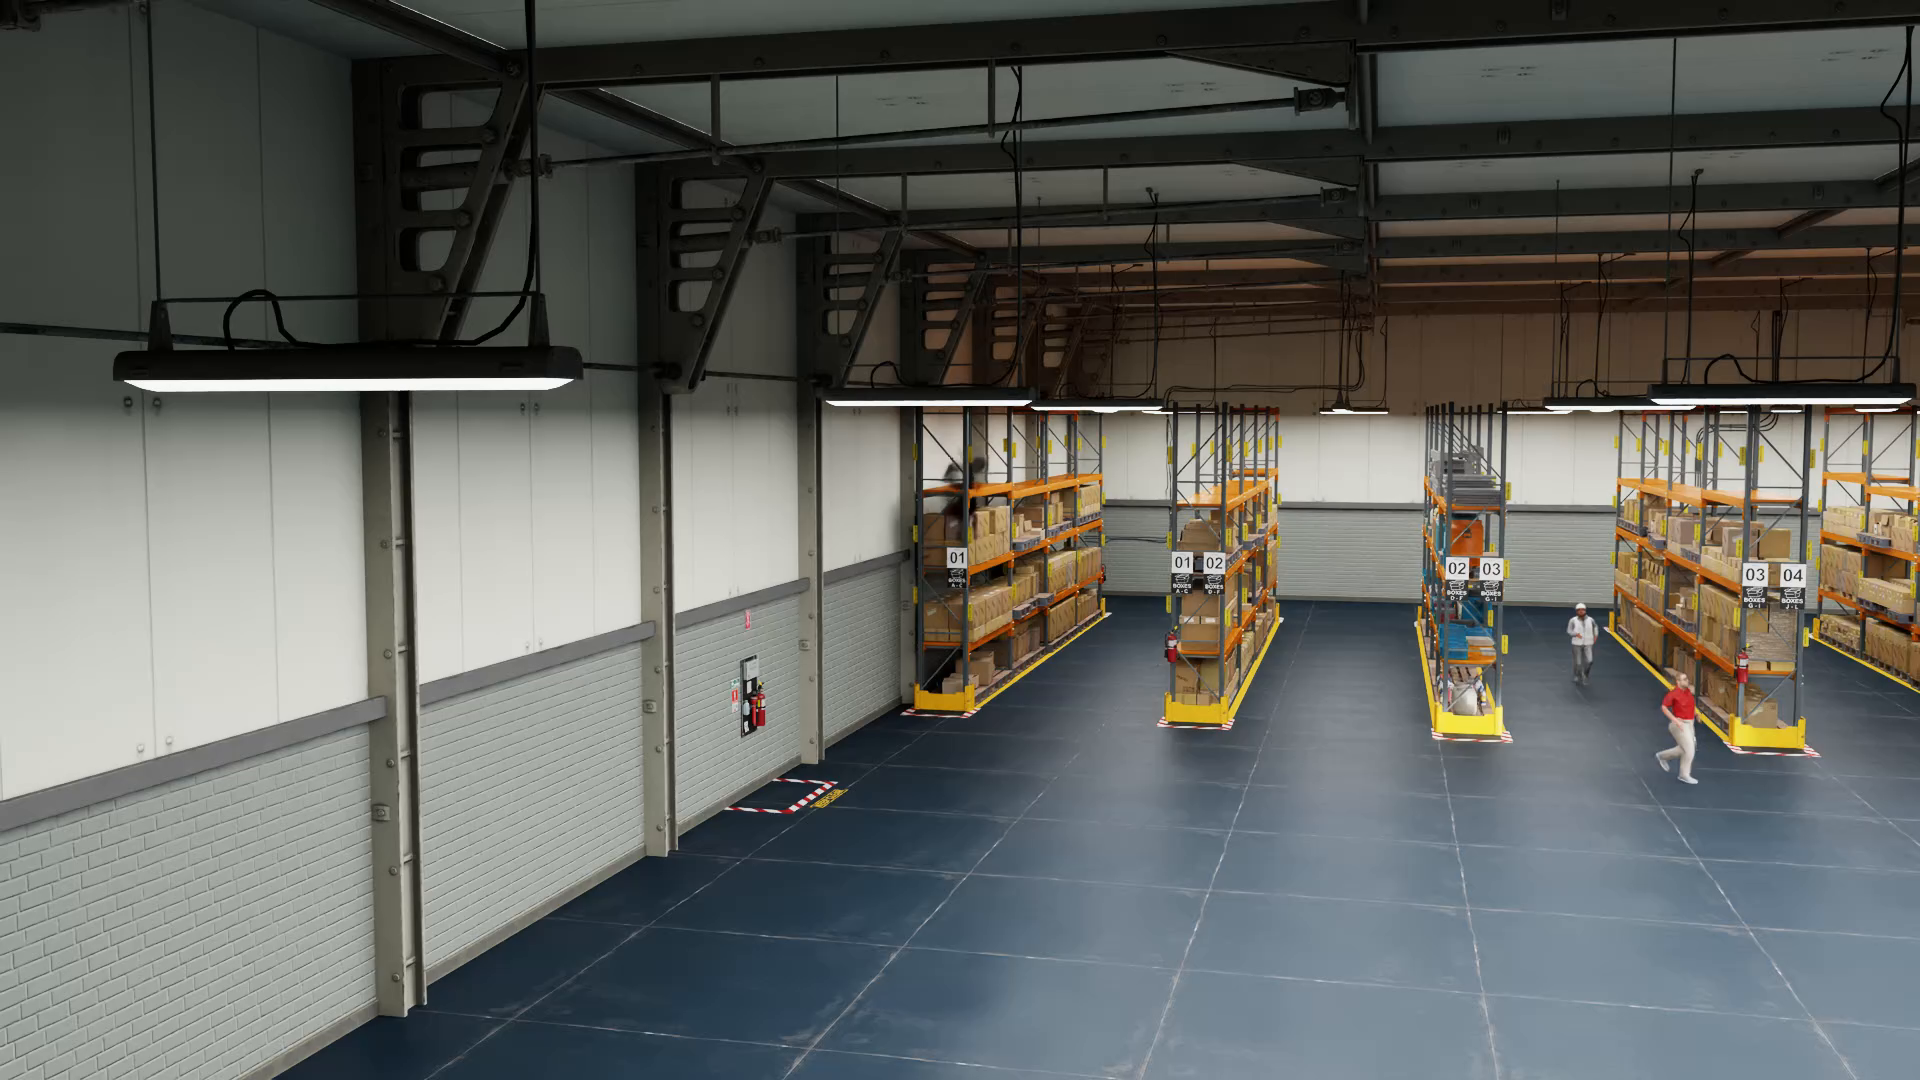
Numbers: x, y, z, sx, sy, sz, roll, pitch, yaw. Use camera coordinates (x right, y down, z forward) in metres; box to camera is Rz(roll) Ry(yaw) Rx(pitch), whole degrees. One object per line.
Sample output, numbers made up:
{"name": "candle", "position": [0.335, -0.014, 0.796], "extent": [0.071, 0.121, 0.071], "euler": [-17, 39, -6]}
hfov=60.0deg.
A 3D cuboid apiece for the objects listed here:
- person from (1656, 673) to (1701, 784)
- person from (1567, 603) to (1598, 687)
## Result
{"name": "person", "position": [11.361, 2.948, 26.244], "extent": [0.657, 1.717, 0.674], "euler": [-3, 5, -39]}
{"name": "person", "position": [13.276, 2.244, 35.457], "extent": [0.662, 1.789, 0.726], "euler": [1, 4, 12]}
